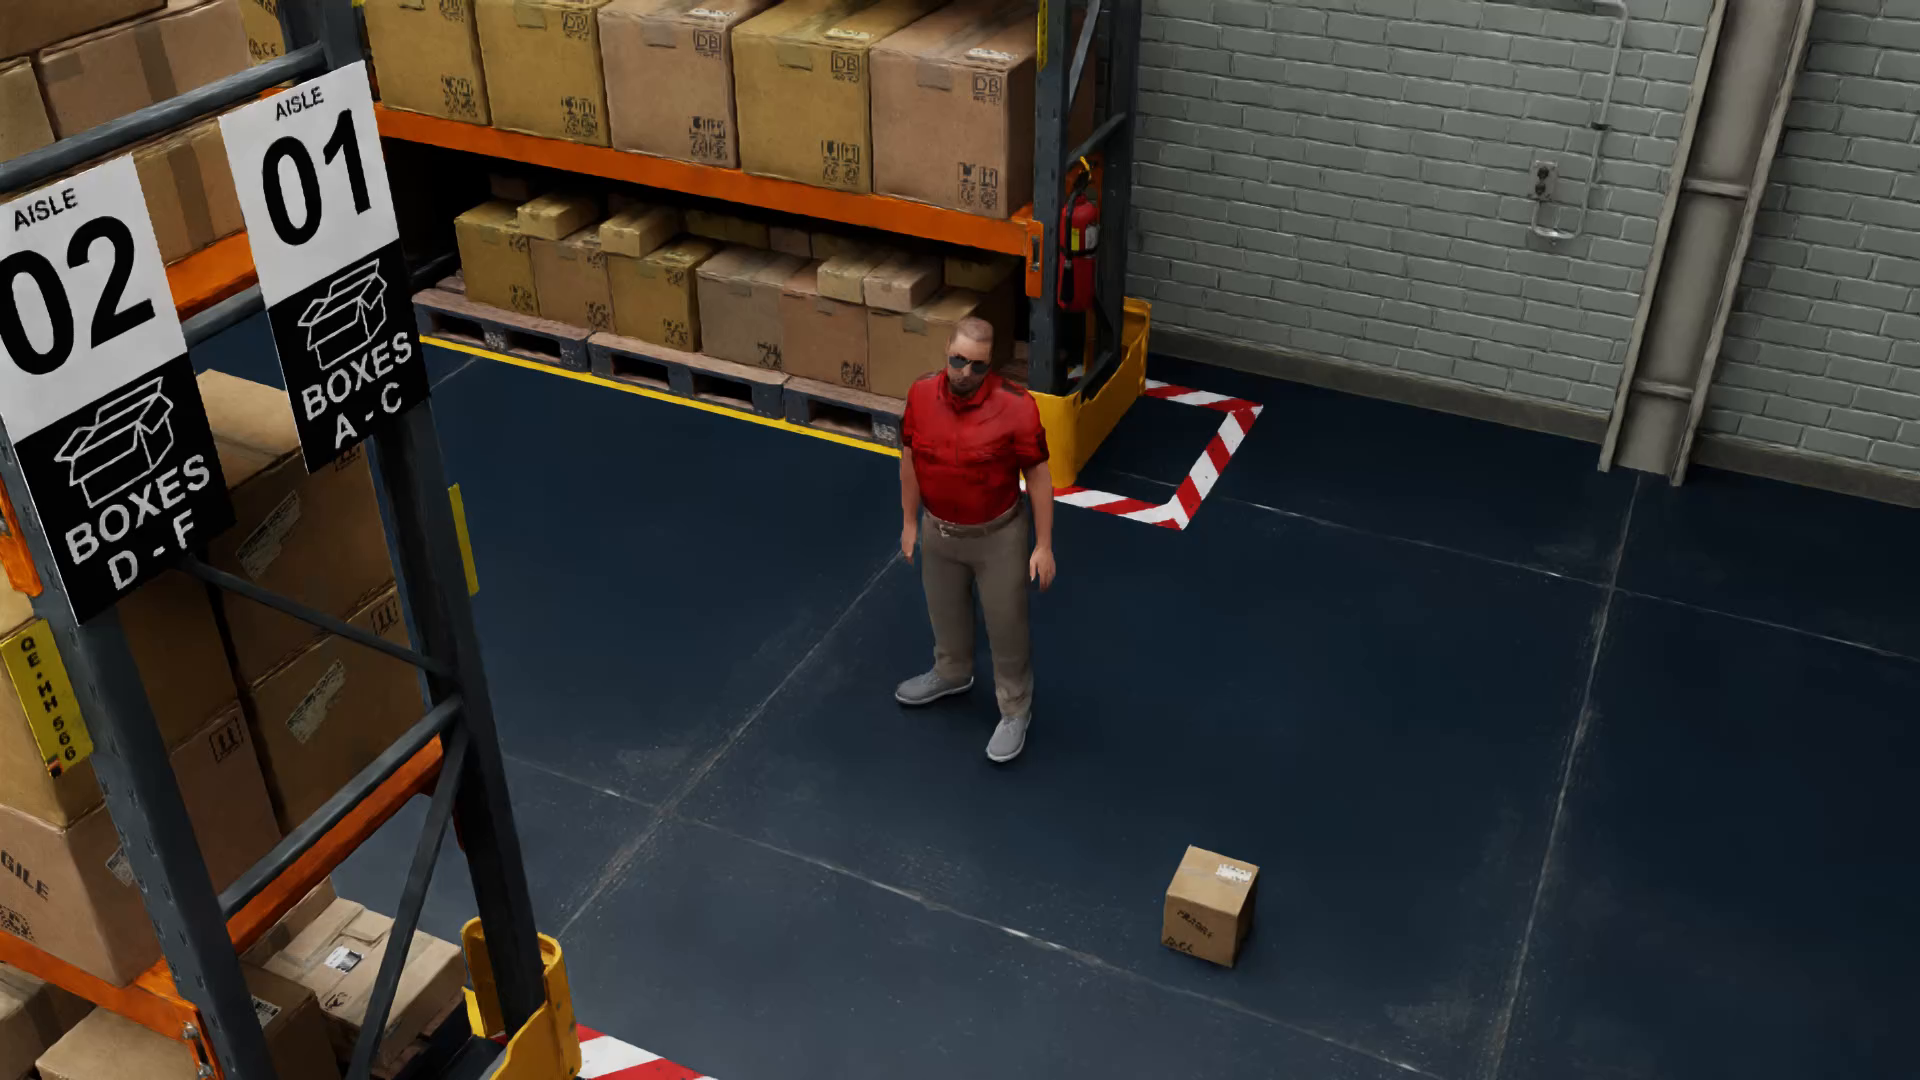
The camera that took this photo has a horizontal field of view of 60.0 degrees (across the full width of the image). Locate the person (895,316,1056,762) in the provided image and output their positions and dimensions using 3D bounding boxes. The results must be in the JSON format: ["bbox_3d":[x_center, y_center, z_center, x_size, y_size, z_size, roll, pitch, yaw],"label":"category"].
[{"bbox_3d":[0.042,-0.011,6.124,0.678,1.734,0.429,16,37,23],"label":"person"}]
